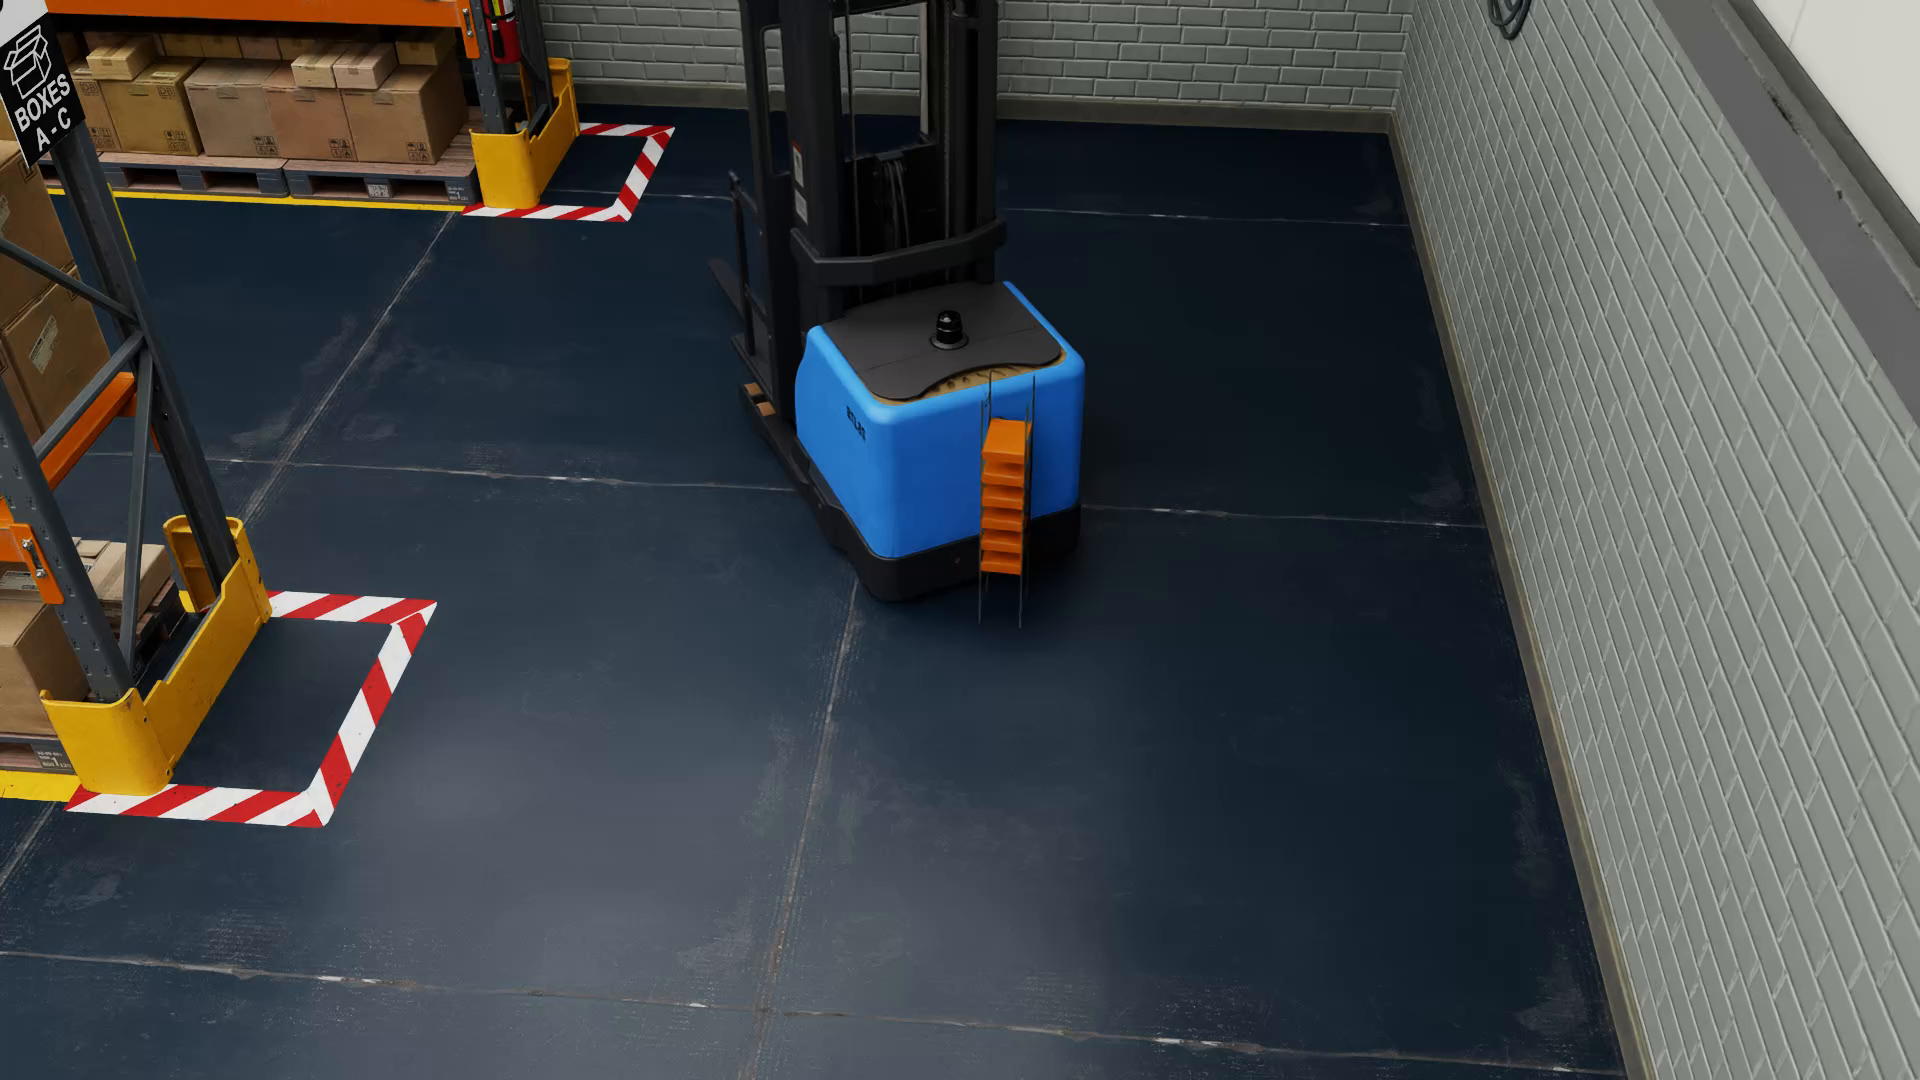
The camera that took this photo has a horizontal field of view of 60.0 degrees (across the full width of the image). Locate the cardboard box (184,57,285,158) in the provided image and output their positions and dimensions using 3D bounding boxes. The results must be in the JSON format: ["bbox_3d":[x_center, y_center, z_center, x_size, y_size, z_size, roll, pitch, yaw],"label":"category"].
[{"bbox_3d":[-4.532,-2.845,10.687,0.500,0.500,0.700,2,39,2],"label":"cardboard box"}]

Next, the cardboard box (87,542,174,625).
[{"bbox_3d":[-3.637,0.189,7.222,0.250,0.149,0.380,3,39,4],"label":"cardboard box"}]

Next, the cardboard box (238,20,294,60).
[{"bbox_3d":[-4.398,-3.216,10.629,0.250,0.149,0.380,4,39,4],"label":"cardboard box"}]

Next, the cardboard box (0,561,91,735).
[{"bbox_3d":[-3.813,0.417,6.663,0.500,0.500,0.500,3,39,4],"label":"cardboard box"}]

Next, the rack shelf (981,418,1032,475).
[{"bbox_3d":[0.198,-0.397,6.958,0.180,0.103,0.258,6,40,8],"label":"rack shelf"}]

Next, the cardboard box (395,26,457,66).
[{"bbox_3d":[-3.390,-3.162,10.562,0.250,0.149,0.380,3,39,4],"label":"cardboard box"}]

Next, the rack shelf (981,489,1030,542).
[{"bbox_3d":[0.198,-0.118,7.185,0.180,0.103,0.258,6,40,8],"label":"rack shelf"}]

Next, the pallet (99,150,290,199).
[{"bbox_3d":[-4.841,-2.603,10.952,1.213,0.211,1.003,3,39,4],"label":"pallet"}]

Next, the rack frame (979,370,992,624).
[{"bbox_3d":[0.108,-0.162,7.169,0.006,1.200,0.240,6,40,8],"label":"rack frame"}]

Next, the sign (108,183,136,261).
[{"bbox_3d":[-3.203,-1.184,6.313,0.005,0.325,0.100,3,39,4],"label":"sign"}]

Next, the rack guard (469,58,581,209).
[{"bbox_3d":[-2.802,-2.652,10.782,0.348,0.500,1.175,3,39,4],"label":"rack guard"}]

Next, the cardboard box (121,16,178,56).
[{"bbox_3d":[-5.163,-3.257,10.680,0.250,0.149,0.380,4,39,4],"label":"cardboard box"}]

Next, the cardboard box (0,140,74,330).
[{"bbox_3d":[-3.669,-1.123,6.053,0.500,0.500,0.500,4,39,5],"label":"cardboard box"}]

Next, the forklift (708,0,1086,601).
[{"bbox_3d":[-0.511,-1.791,7.799,1.130,2.935,3.031,-16,42,-19],"label":"forklift"}]

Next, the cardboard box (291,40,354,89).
[{"bbox_3d":[-3.930,-2.949,10.300,0.250,0.149,0.380,4,39,5],"label":"cardboard box"}]

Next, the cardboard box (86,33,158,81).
[{"bbox_3d":[-5.229,-3.018,10.386,0.250,0.149,0.380,2,39,3],"label":"cardboard box"}]

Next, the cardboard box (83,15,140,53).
[{"bbox_3d":[-5.414,-3.272,10.697,0.250,0.149,0.380,2,39,2],"label":"cardboard box"}]

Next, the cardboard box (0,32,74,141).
[{"bbox_3d":[-6.075,-2.929,10.790,0.500,0.500,0.700,4,39,4],"label":"cardboard box"}]

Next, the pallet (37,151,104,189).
[{"bbox_3d":[-6.060,-2.668,11.031,1.213,0.211,1.003,3,39,4],"label":"pallet"}]

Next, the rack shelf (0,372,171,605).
[{"bbox_3d":[-5.242,-0.337,6.528,4.000,0.370,1.077,3,39,4],"label":"rack shelf"}]

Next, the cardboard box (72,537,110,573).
[{"bbox_3d":[-3.886,0.169,7.233,0.250,0.166,0.380,3,39,4],"label":"cardboard box"}]

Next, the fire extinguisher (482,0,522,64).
[{"bbox_3d":[-2.716,-3.149,9.770,0.183,0.674,0.296,3,39,4],"label":"fire extinguisher"}]

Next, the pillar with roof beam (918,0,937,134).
[{"bbox_3d":[-0.433,-3.639,5.262,0.400,9.000,9.100,3,39,4],"label":"pillar with roof beam"}]

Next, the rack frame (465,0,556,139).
[{"bbox_3d":[-2.826,-3.622,9.995,0.127,3.000,1.000,3,39,4],"label":"rack frame"}]

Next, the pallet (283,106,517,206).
[{"bbox_3d":[-3.629,-2.535,10.868,1.213,0.211,1.003,3,39,4],"label":"pallet"}]

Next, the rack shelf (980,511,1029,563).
[{"bbox_3d":[0.198,-0.025,7.261,0.180,0.103,0.258,6,40,8],"label":"rack shelf"}]

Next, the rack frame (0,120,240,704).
[{"bbox_3d":[-3.250,-0.507,6.167,0.127,3.000,1.000,3,39,4],"label":"rack frame"}]

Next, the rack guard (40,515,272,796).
[{"bbox_3d":[-3.325,0.458,6.961,0.348,0.500,1.175,3,39,4],"label":"rack guard"}]

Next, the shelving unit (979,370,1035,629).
[{"bbox_3d":[0.198,-0.152,7.157,0.189,1.200,0.258,6,40,8],"label":"shelving unit"}]

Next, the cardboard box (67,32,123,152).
[{"bbox_3d":[-5.575,-2.899,10.754,0.500,0.500,0.700,3,39,3],"label":"cardboard box"}]

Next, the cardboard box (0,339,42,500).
[{"bbox_3d":[-3.719,-0.399,5.955,0.500,0.500,0.500,4,39,5],"label":"cardboard box"}]

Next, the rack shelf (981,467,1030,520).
[{"bbox_3d":[0.198,-0.211,7.109,0.180,0.103,0.258,6,40,8],"label":"rack shelf"}]

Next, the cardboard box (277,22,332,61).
[{"bbox_3d":[-4.144,-3.203,10.613,0.250,0.149,0.380,3,39,4],"label":"cardboard box"}]

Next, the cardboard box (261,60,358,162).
[{"bbox_3d":[-4.030,-2.818,10.654,0.500,0.500,0.700,3,39,4],"label":"cardboard box"}]

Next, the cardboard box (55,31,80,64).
[{"bbox_3d":[-5.749,-3.047,10.421,0.250,0.149,0.380,4,39,5],"label":"cardboard box"}]

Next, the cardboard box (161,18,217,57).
[{"bbox_3d":[-4.906,-3.244,10.663,0.250,0.149,0.380,2,39,3],"label":"cardboard box"}]

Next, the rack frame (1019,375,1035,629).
[{"bbox_3d":[0.288,-0.142,7.145,0.006,1.200,0.240,6,40,8],"label":"rack frame"}]

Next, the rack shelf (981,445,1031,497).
[{"bbox_3d":[0.198,-0.304,7.034,0.180,0.103,0.258,6,40,8],"label":"rack shelf"}]

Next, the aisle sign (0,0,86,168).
[{"bbox_3d":[-3.156,-1.696,5.569,0.004,0.787,0.394,3,39,4],"label":"aisle sign"}]

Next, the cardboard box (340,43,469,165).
[{"bbox_3d":[-3.532,-2.791,10.621,0.500,0.500,0.700,3,39,4],"label":"cardboard box"}]

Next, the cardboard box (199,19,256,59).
[{"bbox_3d":[-4.653,-3.230,10.646,0.250,0.149,0.380,4,39,4],"label":"cardboard box"}]

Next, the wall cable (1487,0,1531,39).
[{"bbox_3d":[2.778,-4.212,8.427,0.112,2.526,3.097,3,39,4],"label":"wall cable"}]

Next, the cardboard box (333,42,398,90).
[{"bbox_3d":[-3.676,-2.935,10.284,0.250,0.149,0.380,3,39,3],"label":"cardboard box"}]

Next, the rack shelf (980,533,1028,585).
[{"bbox_3d":[0.198,0.068,7.337,0.180,0.103,0.258,6,40,8],"label":"rack shelf"}]

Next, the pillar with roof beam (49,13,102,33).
[{"bbox_3d":[-6.410,-3.965,5.664,0.400,9.000,9.100,3,39,4],"label":"pillar with roof beam"}]

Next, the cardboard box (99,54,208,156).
[{"bbox_3d":[-5.063,-2.870,10.717,0.500,0.500,0.700,4,39,5],"label":"cardboard box"}]

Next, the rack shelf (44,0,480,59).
[{"bbox_3d":[-4.819,-3.452,10.356,4.000,0.370,1.077,3,39,4],"label":"rack shelf"}]

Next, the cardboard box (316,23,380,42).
[{"bbox_3d":[-3.895,-3.189,10.596,0.250,0.149,0.380,3,39,4],"label":"cardboard box"}]

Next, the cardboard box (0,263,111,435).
[{"bbox_3d":[-3.669,-0.736,6.369,0.500,0.500,0.500,4,39,5],"label":"cardboard box"}]

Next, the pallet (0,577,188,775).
[{"bbox_3d":[-4.120,0.528,7.105,1.213,0.211,1.003,3,39,4],"label":"pallet"}]
